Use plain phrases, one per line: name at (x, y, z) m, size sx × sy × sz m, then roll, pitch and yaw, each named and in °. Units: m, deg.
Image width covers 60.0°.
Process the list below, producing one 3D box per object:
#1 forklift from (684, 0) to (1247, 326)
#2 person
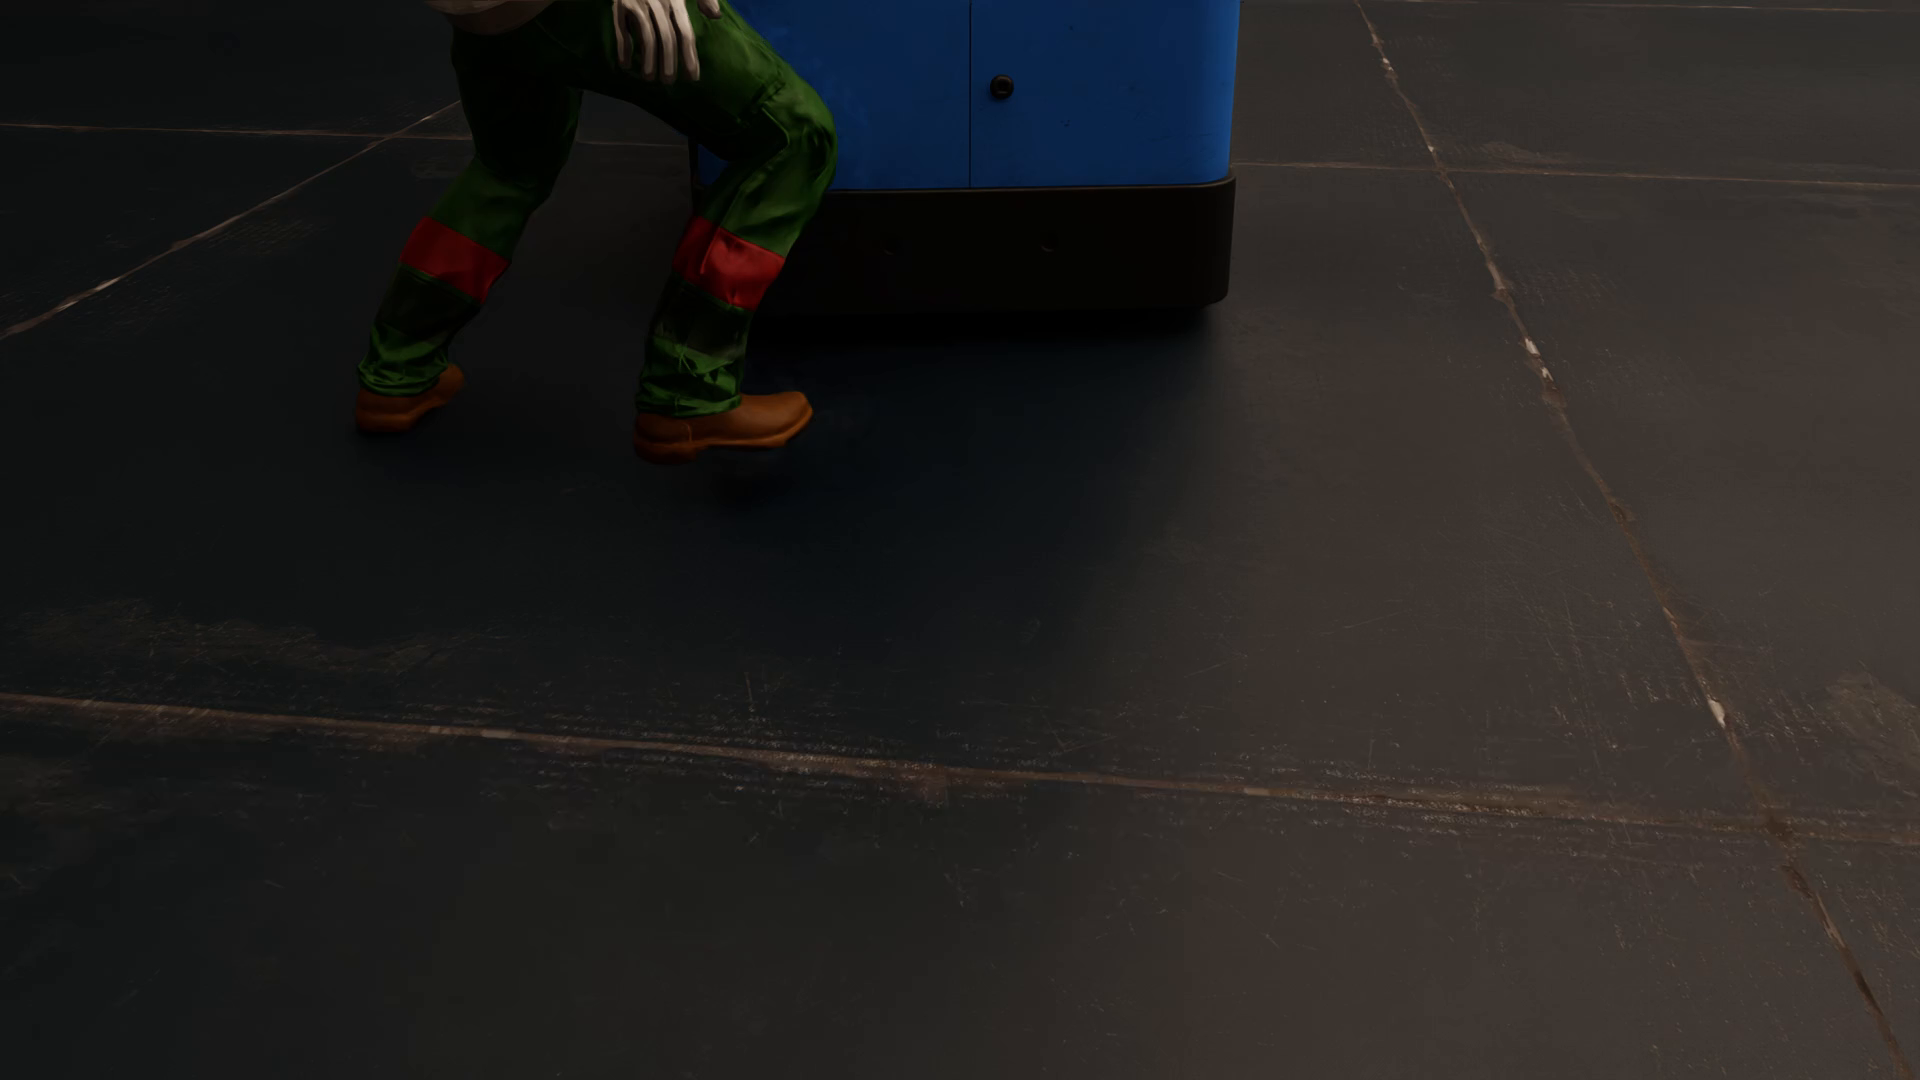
forklift at (-0.079, -2.340, 3.906) m, size 1.130 × 2.935 × 3.031 m, roll -2°, pitch 27°, yaw -3°
person at (-0.683, -0.902, 2.461) m, size 0.600 × 1.669 × 0.968 m, roll -12°, pitch 29°, yaw -22°
